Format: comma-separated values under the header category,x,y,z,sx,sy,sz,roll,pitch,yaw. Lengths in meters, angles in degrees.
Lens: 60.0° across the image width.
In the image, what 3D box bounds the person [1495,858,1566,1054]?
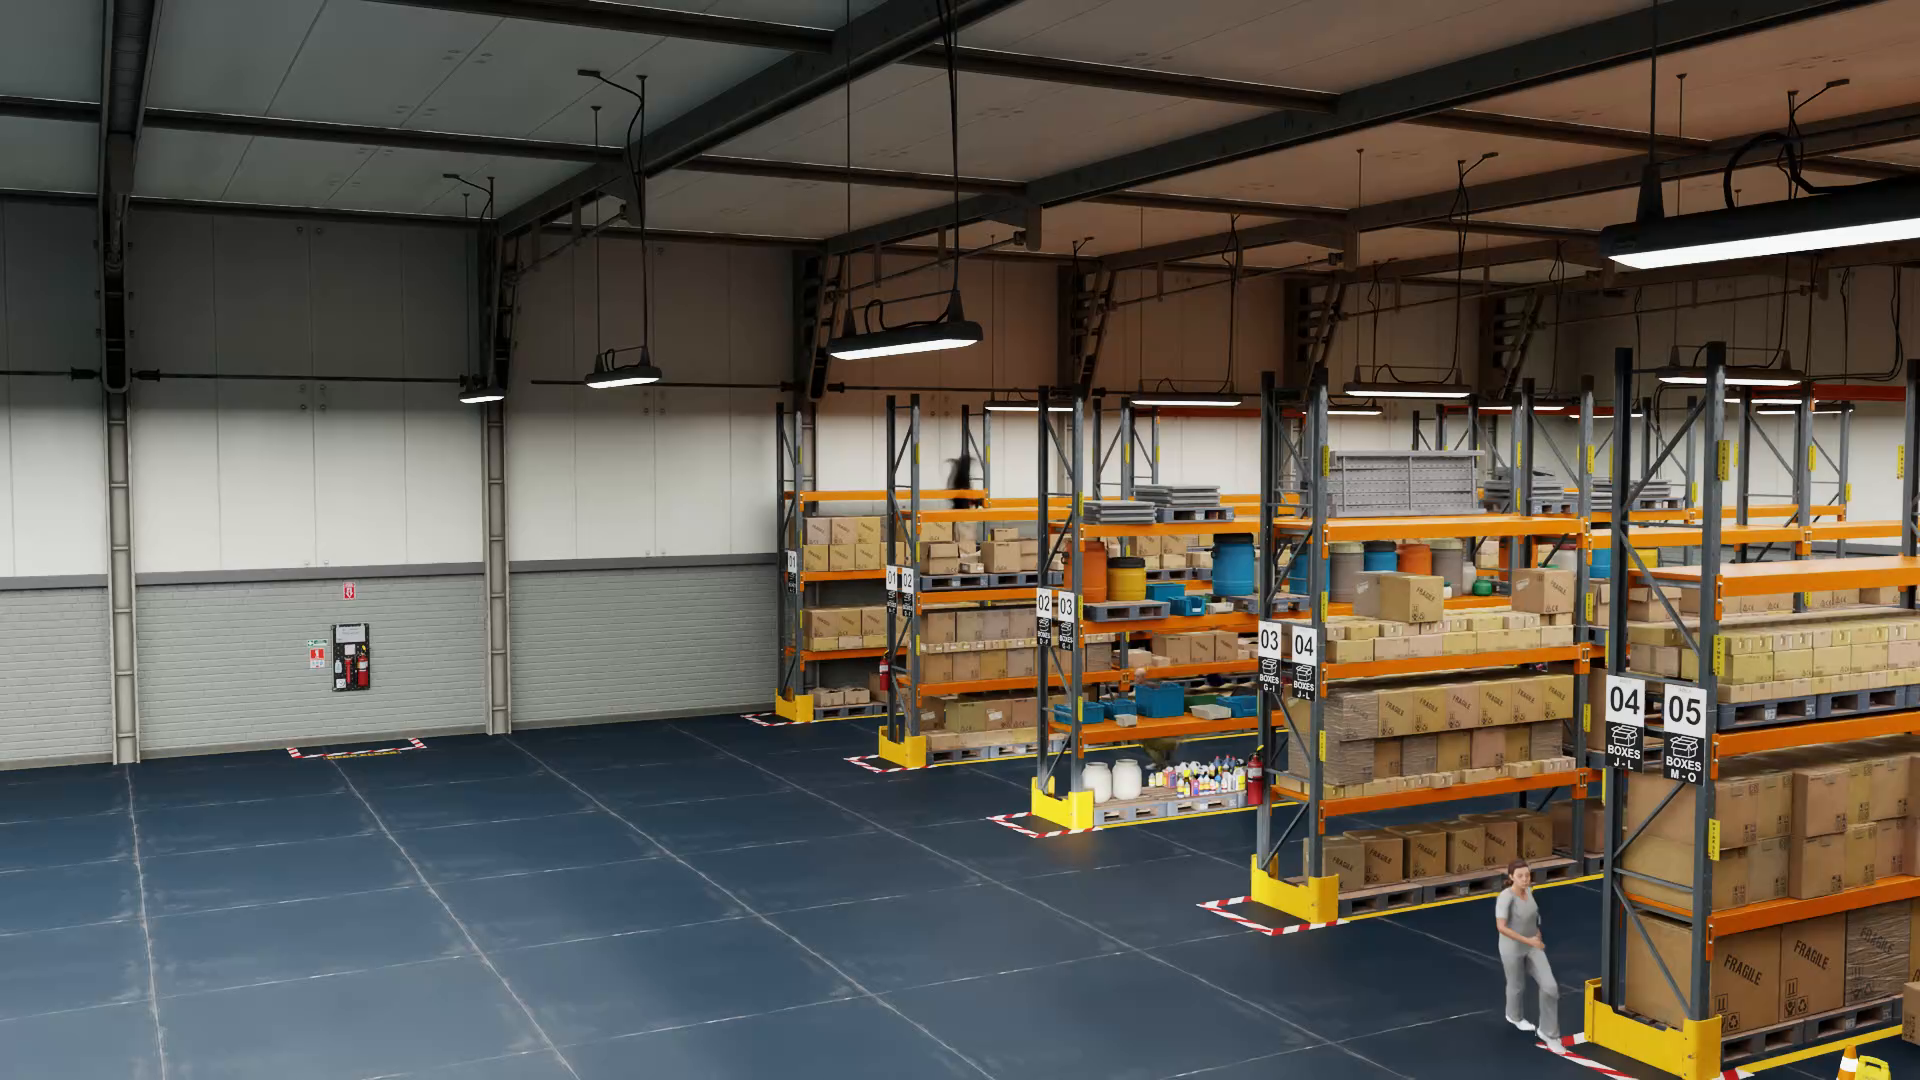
category,x,y,z,sx,sy,sz,roll,pitch,yaw
person,4.808,3.555,14.348,0.619,1.695,0.736,-1,3,-11

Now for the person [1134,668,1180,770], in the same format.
category,x,y,z,sx,sy,sz,roll,pitch,yaw
person,3.112,2.849,26.494,0.908,1.655,0.714,-2,4,-26

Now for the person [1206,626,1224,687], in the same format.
category,x,y,z,sx,sy,sz,roll,pitch,yaw
person,5.142,2.450,33.638,0.840,1.689,0.581,-2,4,-35
